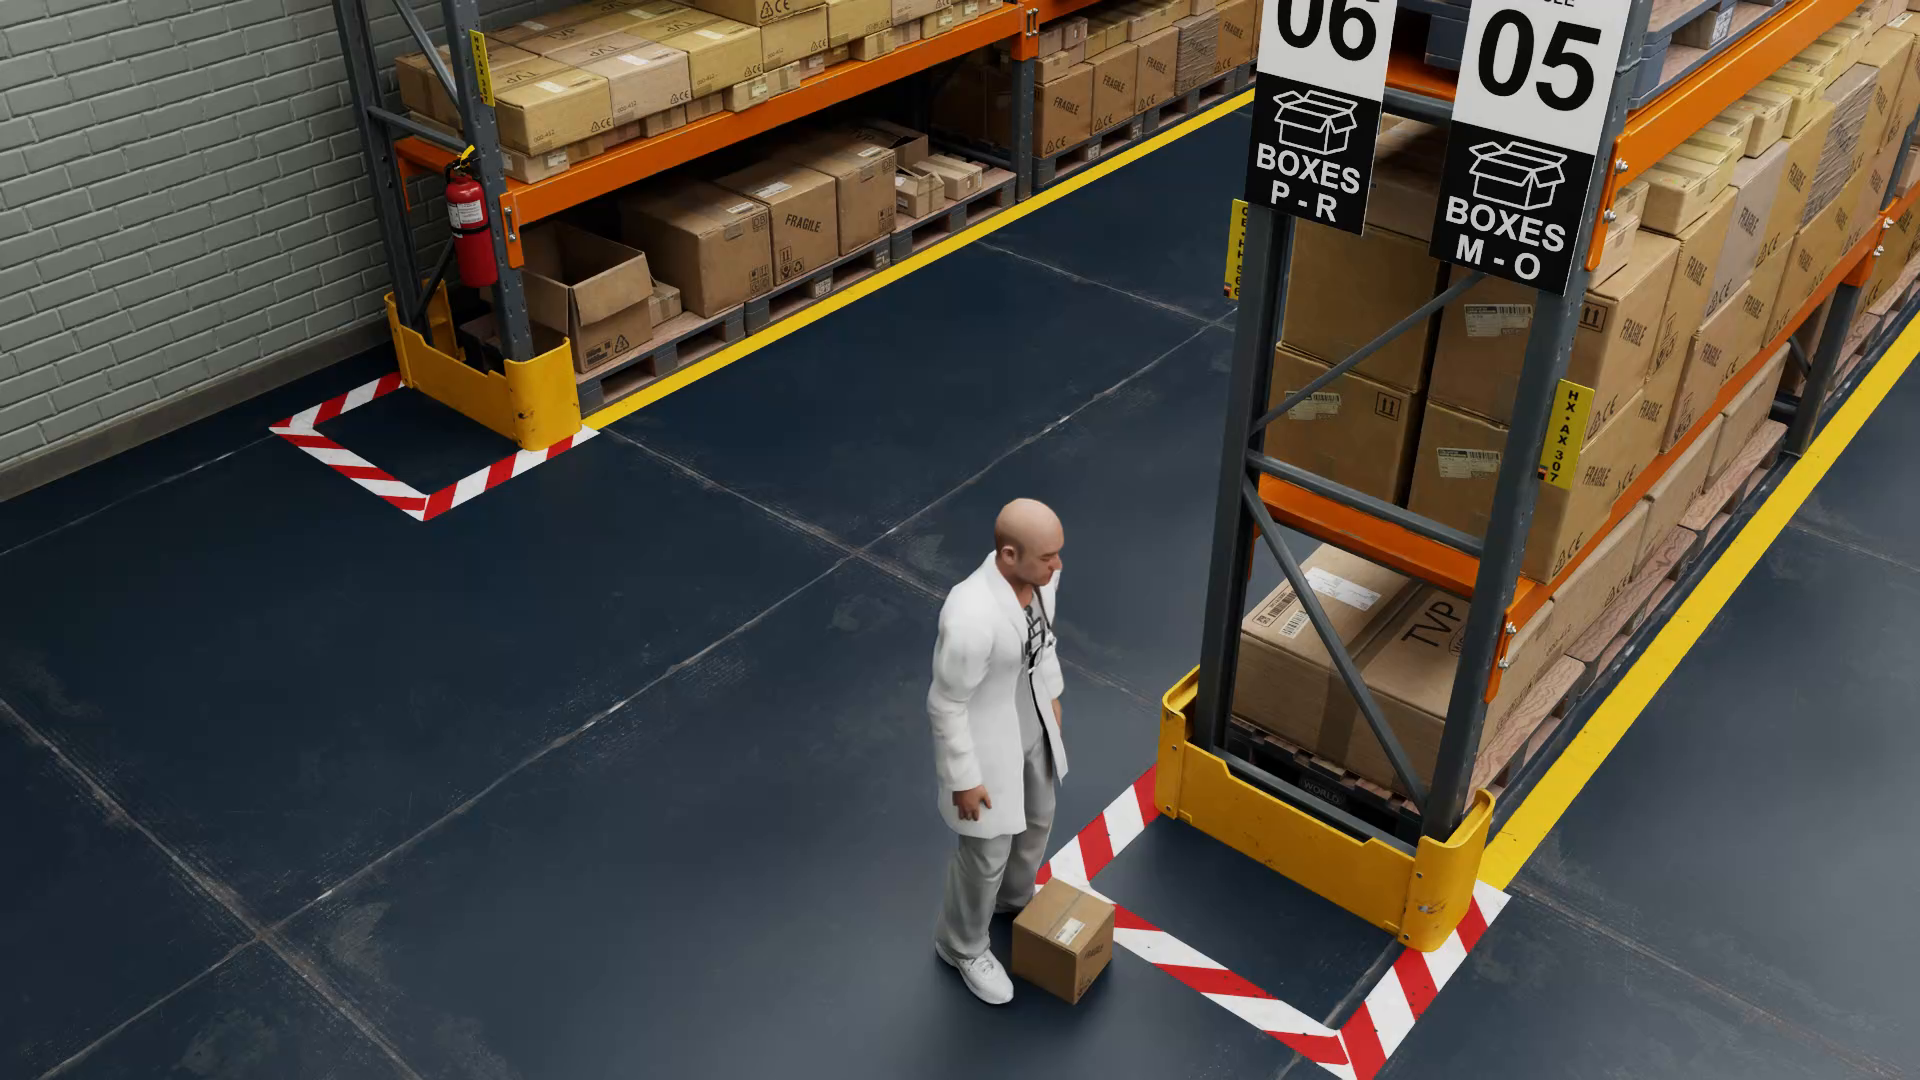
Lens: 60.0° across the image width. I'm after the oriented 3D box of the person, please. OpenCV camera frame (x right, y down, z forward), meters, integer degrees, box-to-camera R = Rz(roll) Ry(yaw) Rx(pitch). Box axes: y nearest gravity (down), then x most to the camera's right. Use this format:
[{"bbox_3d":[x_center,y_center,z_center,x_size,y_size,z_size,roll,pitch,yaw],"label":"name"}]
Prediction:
[{"bbox_3d":[0.142,0.624,5.253,0.429,1.772,0.644,20,39,27],"label":"person"}]
